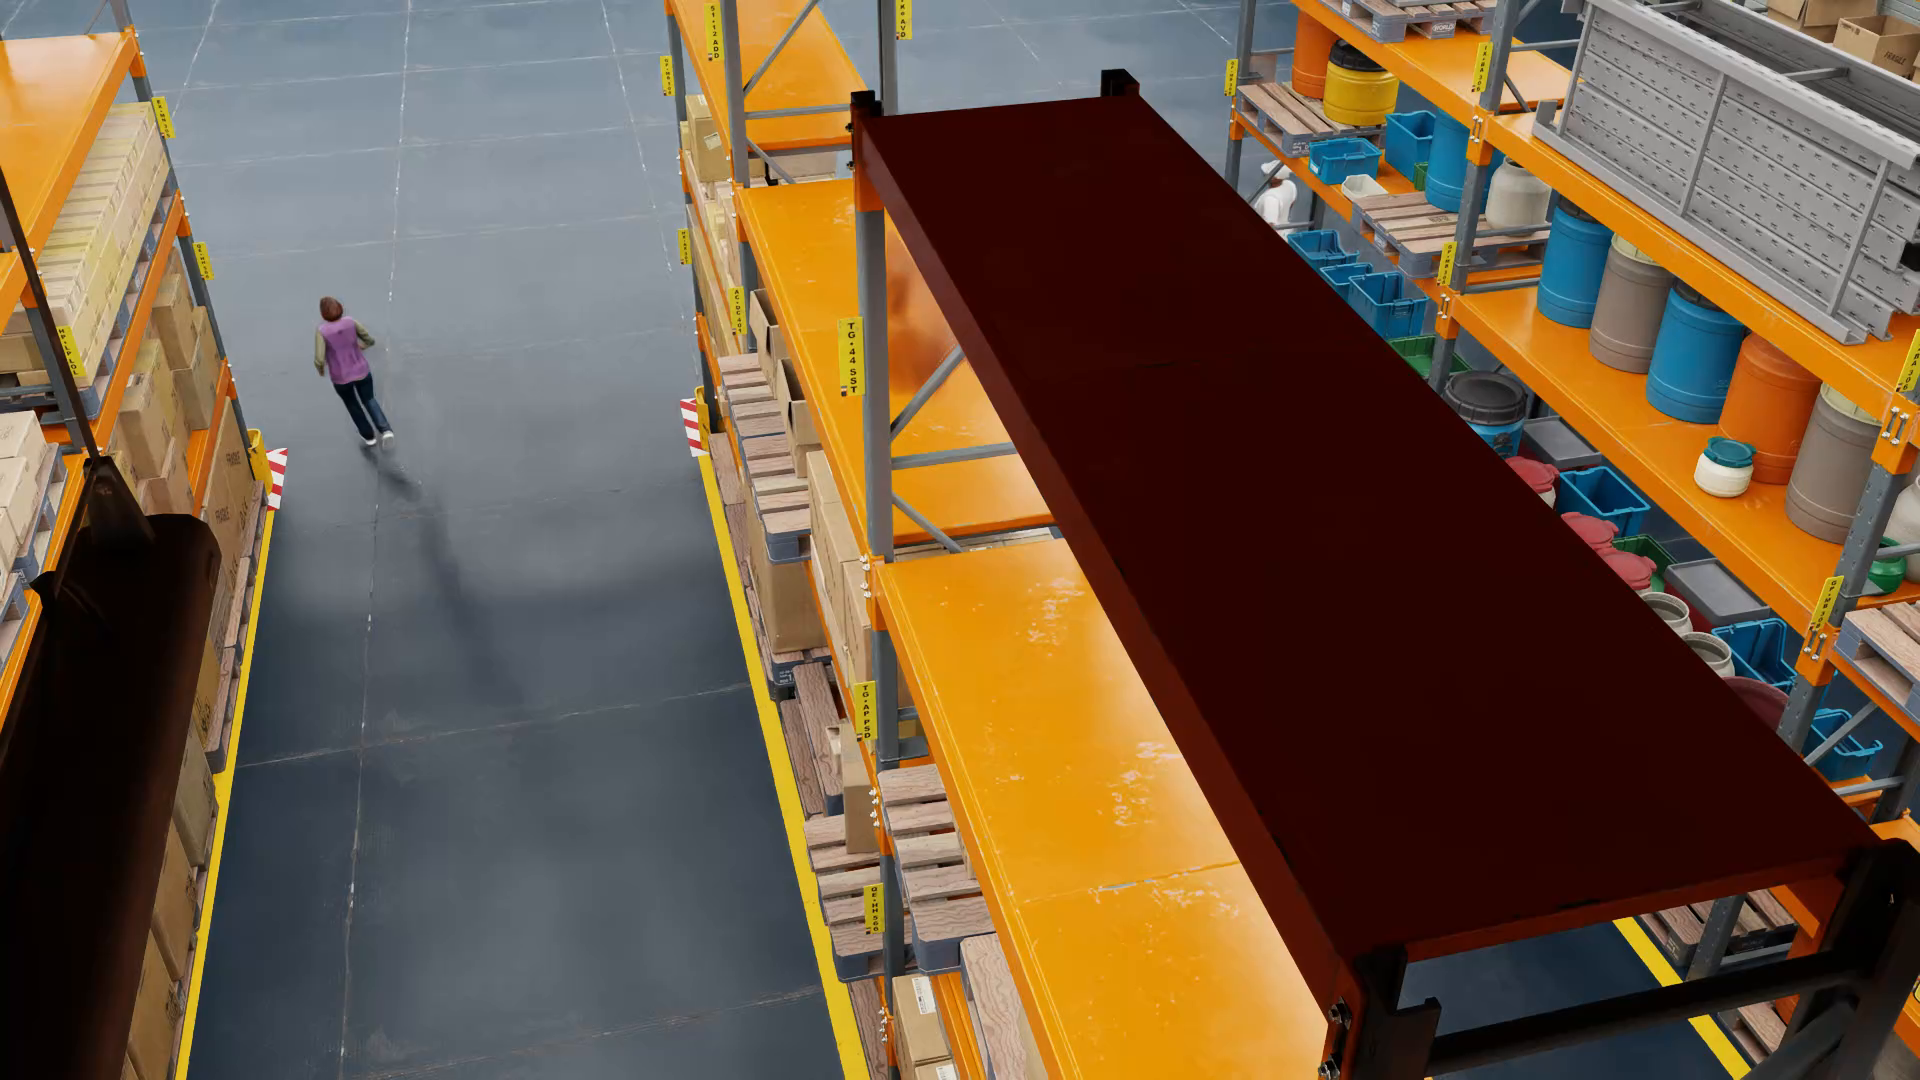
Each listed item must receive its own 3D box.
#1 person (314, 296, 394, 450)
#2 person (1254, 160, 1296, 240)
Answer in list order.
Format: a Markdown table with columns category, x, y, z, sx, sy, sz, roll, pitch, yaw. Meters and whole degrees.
| category | x | y | z | sx | sy | sz | roll | pitch | yaw |
| --- | --- | --- | --- | --- | --- | --- | --- | --- | --- |
| person | -5.437 | -1.449 | 14.821 | 0.577 | 1.565 | 0.710 | -25 | 42 | -32 |
| person | 3.168 | -3.134 | 17.157 | 0.518 | 1.715 | 0.775 | 20 | 39 | 26 |
